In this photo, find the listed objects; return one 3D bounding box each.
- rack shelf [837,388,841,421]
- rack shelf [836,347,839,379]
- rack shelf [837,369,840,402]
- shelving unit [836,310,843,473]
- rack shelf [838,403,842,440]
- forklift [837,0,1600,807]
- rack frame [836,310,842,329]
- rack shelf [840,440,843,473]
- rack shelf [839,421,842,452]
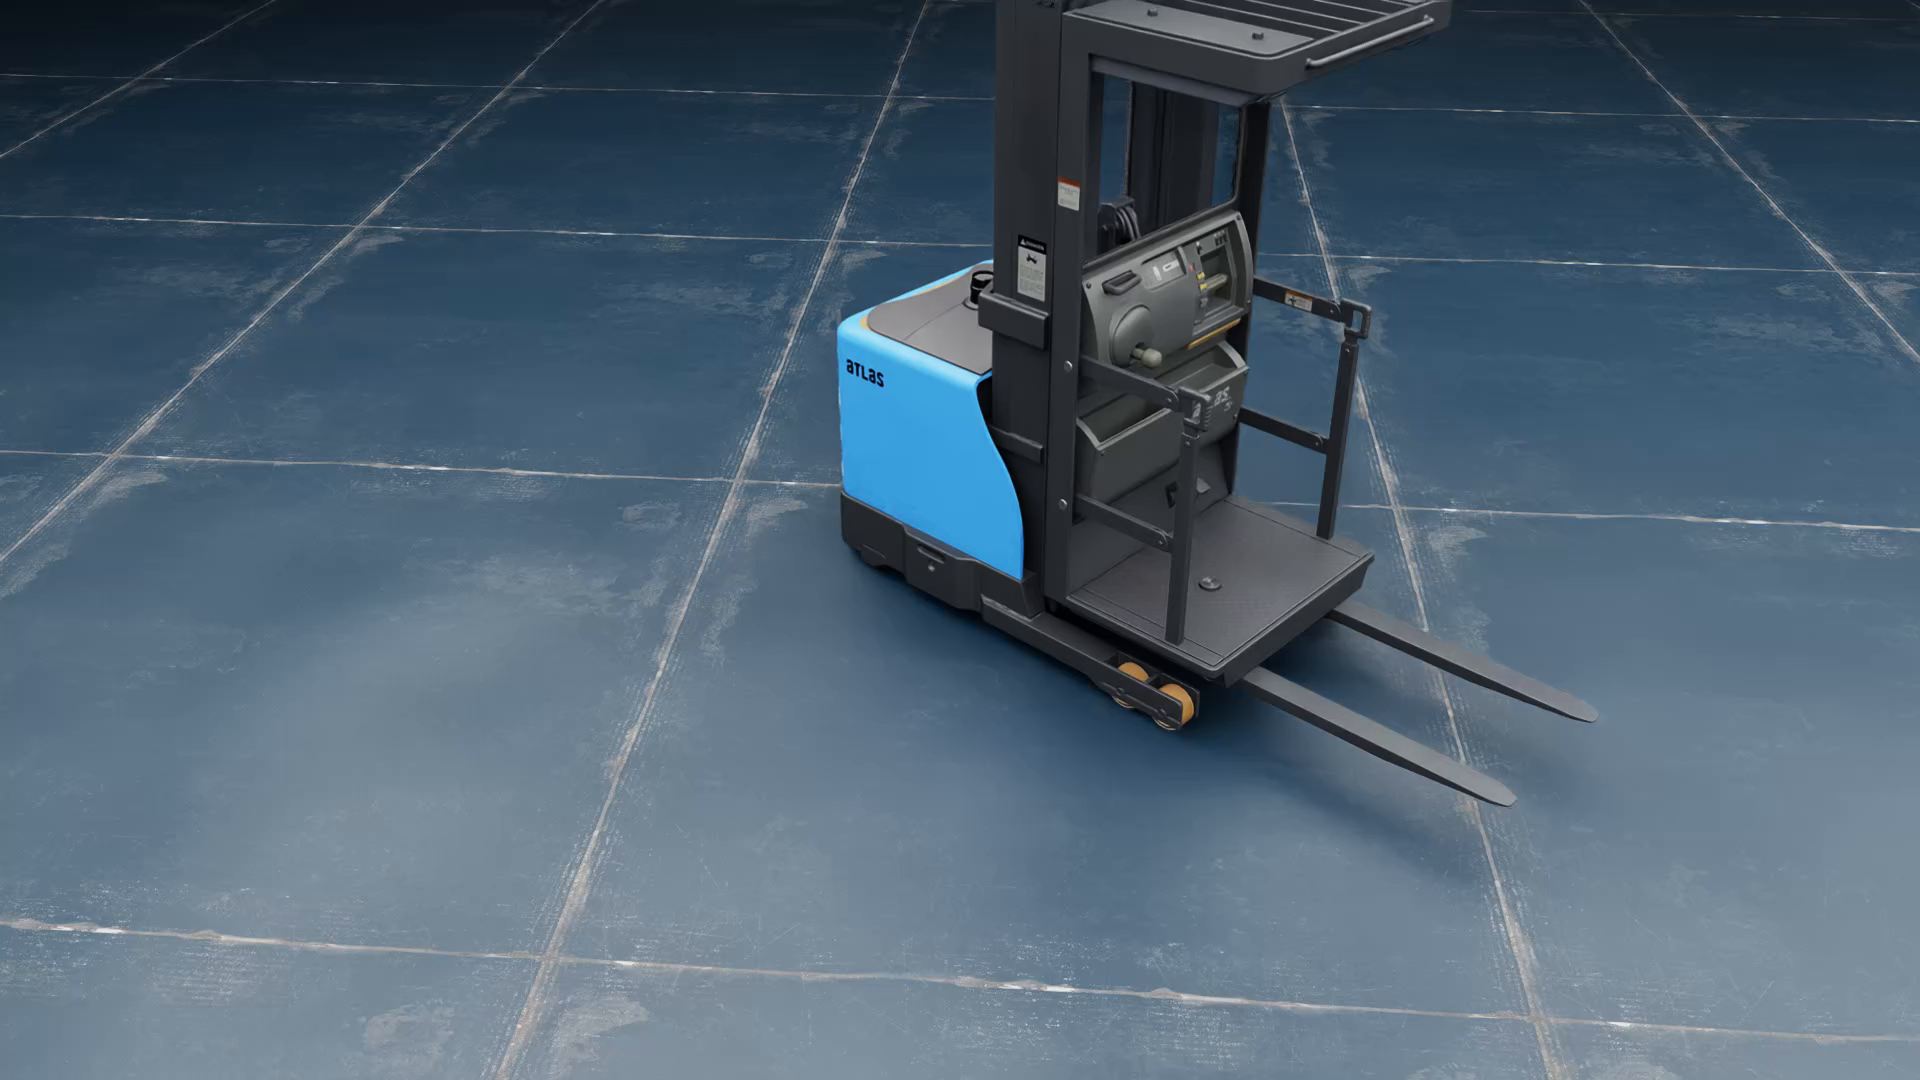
[{"bbox_3d":[-0.403,-0.604,7.265,0.258,0.077,0.200,-2,32,-4],"label":"rack shelf"},{"bbox_3d":[-0.403,-0.757,7.170,0.258,0.077,0.200,-2,32,-4],"label":"rack shelf"},{"bbox_3d":[-0.403,-0.681,7.217,0.258,0.077,0.200,-2,32,-4],"label":"rack shelf"},{"bbox_3d":[-0.403,-0.556,7.294,0.258,0.900,0.210,-2,32,-4],"label":"shelving unit"},{"bbox_3d":[-0.403,-0.528,7.312,0.258,0.077,0.200,-2,32,-4],"label":"rack shelf"},{"bbox_3d":[0.912,-0.860,5.852,3.031,2.935,1.130,26,40,36],"label":"forklift"},{"bbox_3d":[-0.412,-0.609,7.381,0.240,0.900,0.006,-2,32,-4],"label":"rack frame"},{"bbox_3d":[-0.403,-0.374,7.406,0.258,0.077,0.200,-2,32,-4],"label":"rack shelf"},{"bbox_3d":[-0.403,-0.451,7.359,0.258,0.077,0.200,-2,32,-4],"label":"rack shelf"}]
